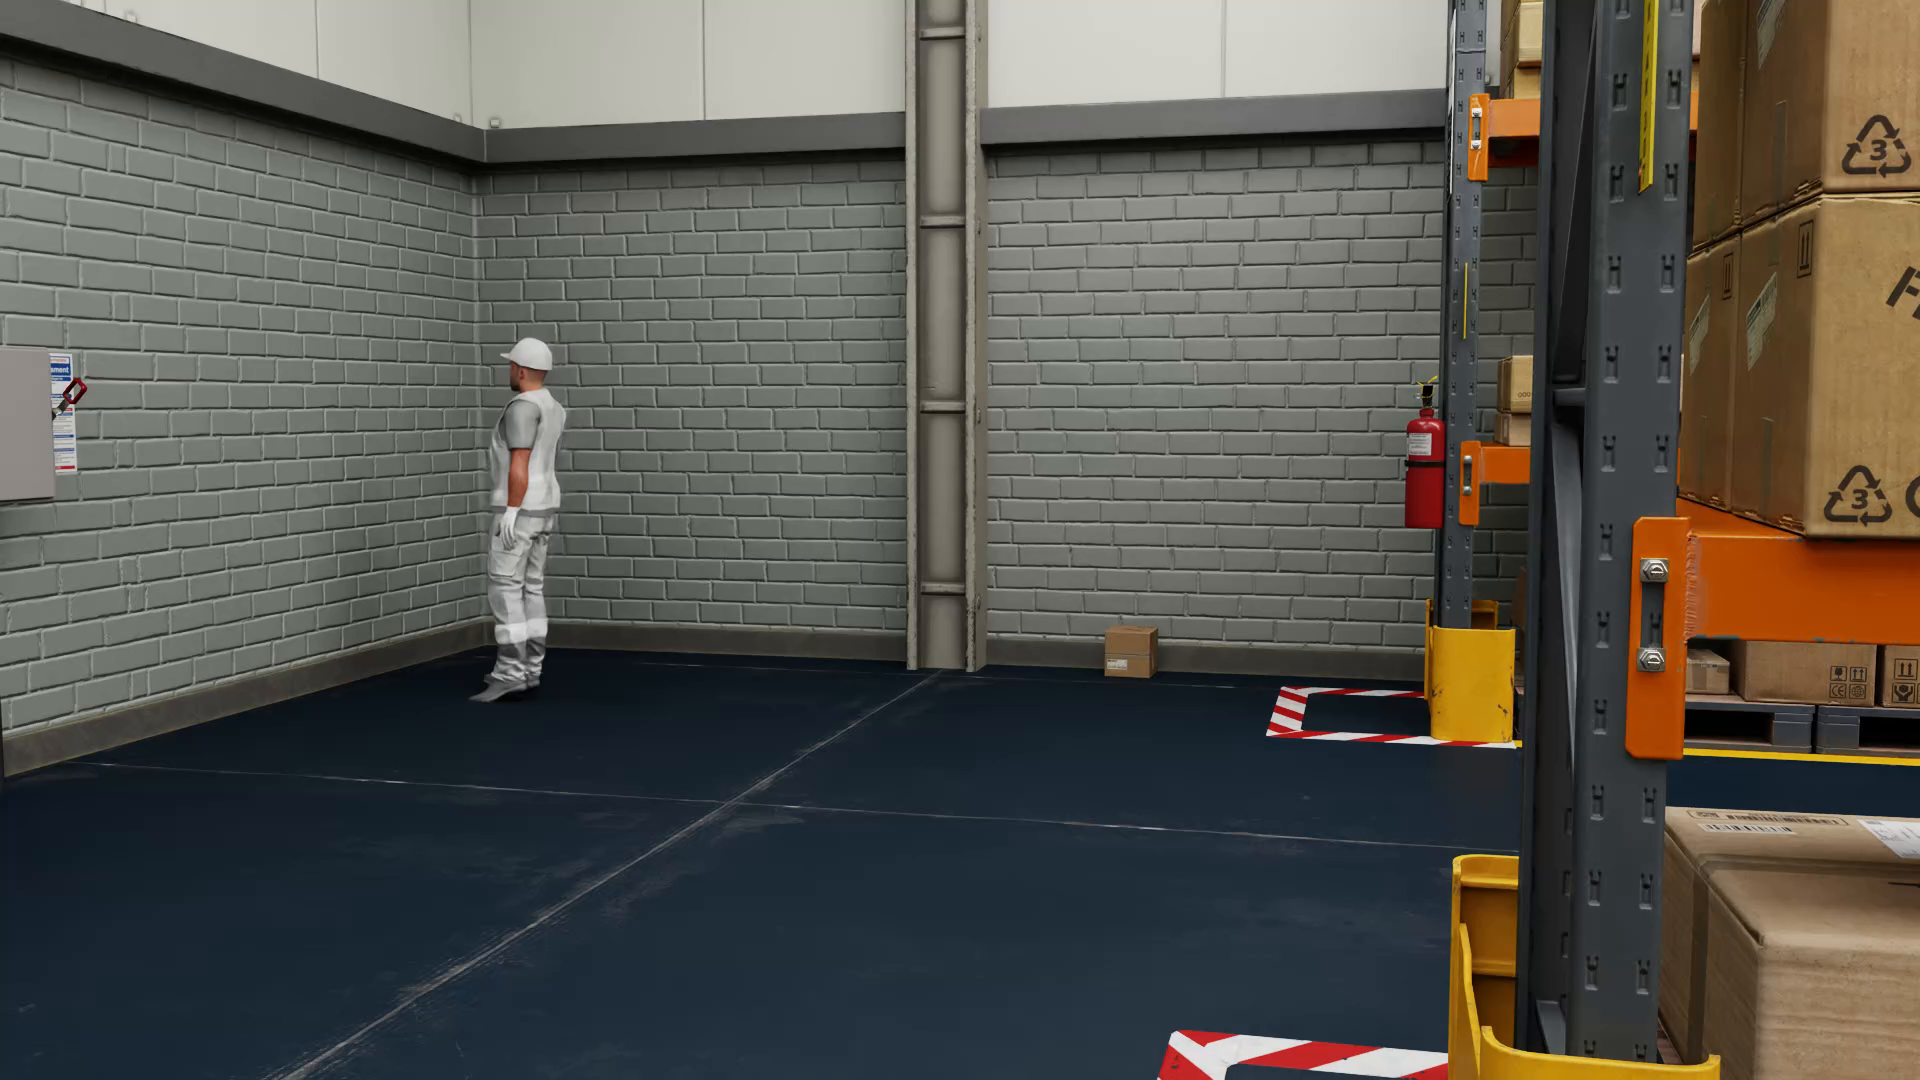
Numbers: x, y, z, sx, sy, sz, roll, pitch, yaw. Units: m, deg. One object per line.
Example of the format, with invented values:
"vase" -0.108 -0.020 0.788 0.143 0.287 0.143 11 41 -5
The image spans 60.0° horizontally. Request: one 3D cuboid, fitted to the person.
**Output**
"person" -2.267 -0.079 8.476 0.446 1.796 0.591 1 5 8
